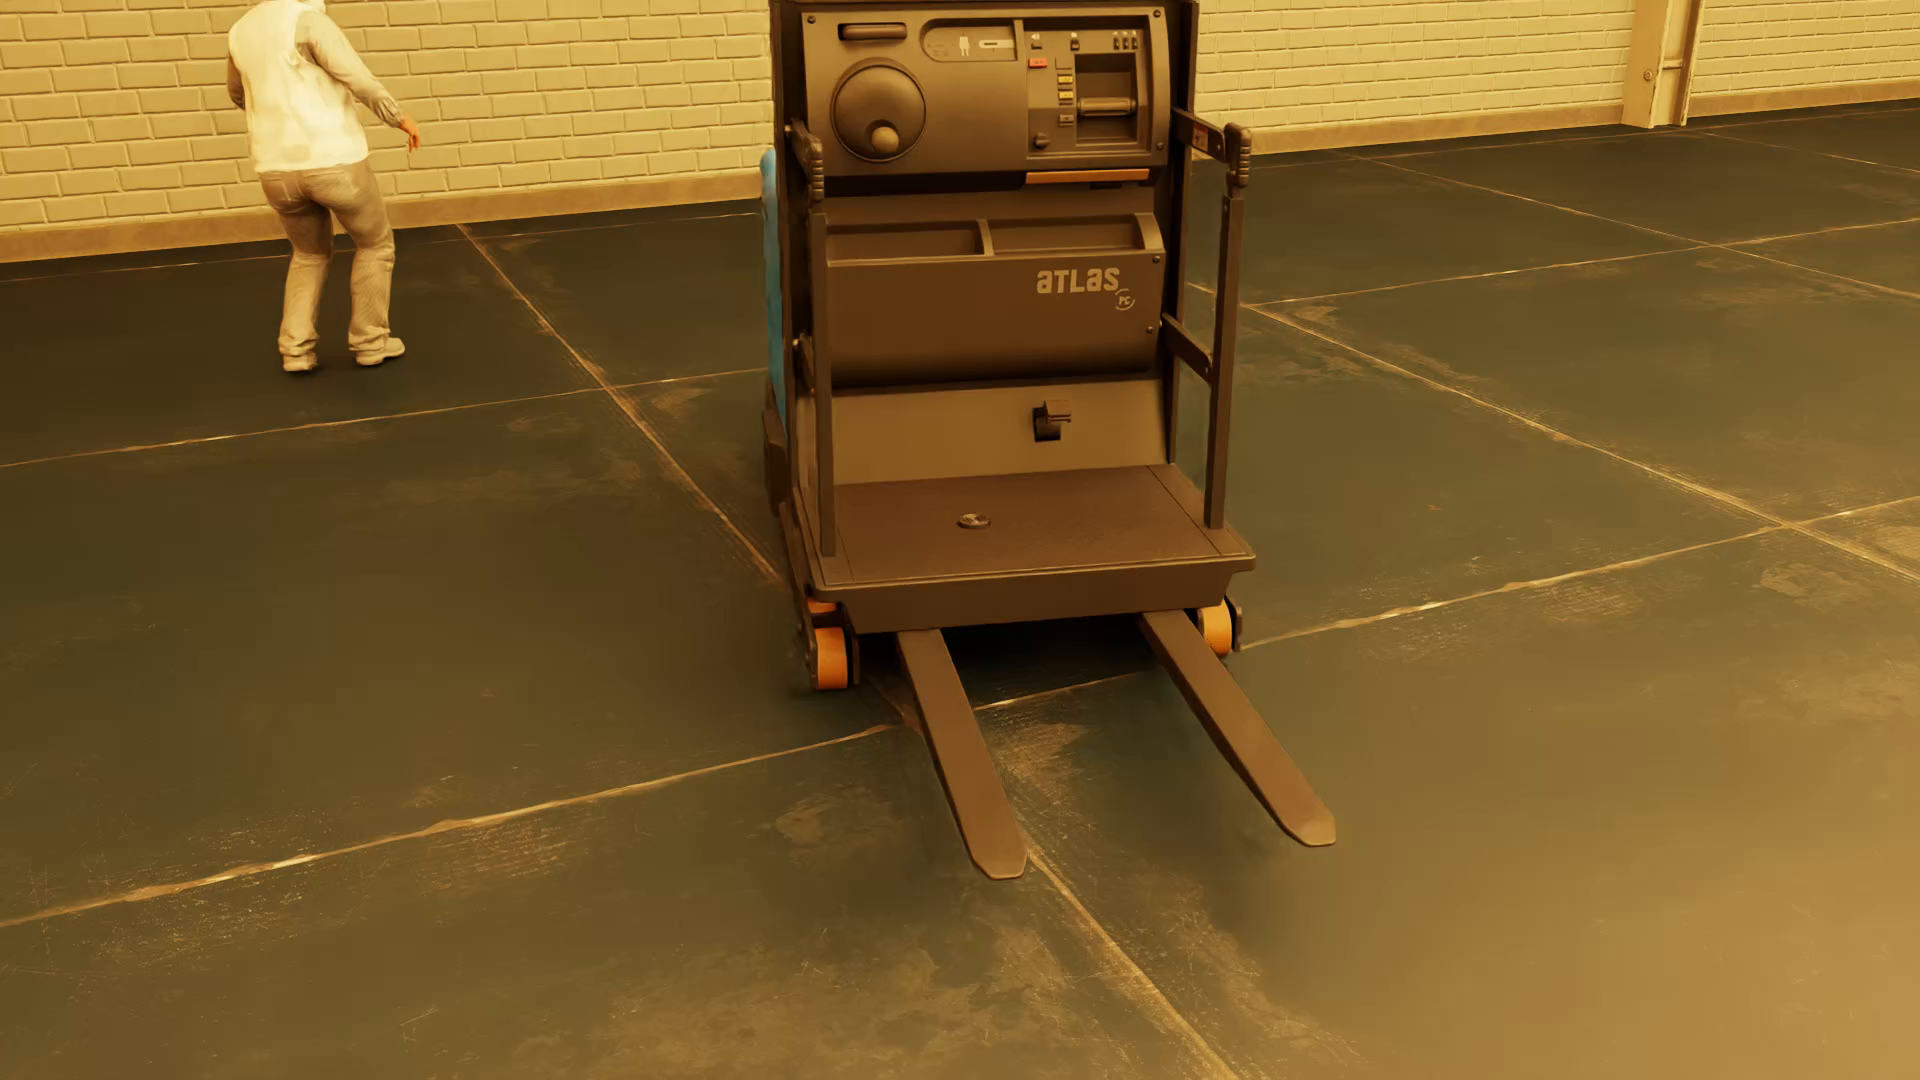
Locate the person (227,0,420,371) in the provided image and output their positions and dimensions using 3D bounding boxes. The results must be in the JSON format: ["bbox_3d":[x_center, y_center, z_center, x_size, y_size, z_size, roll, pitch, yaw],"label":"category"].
[{"bbox_3d":[-2.509,-1.509,6.573,0.765,1.721,0.666,6,23,13],"label":"person"}]

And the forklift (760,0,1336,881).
[{"bbox_3d":[0.112,-1.123,3.990,1.130,2.935,3.031,-4,23,-10],"label":"forklift"}]
